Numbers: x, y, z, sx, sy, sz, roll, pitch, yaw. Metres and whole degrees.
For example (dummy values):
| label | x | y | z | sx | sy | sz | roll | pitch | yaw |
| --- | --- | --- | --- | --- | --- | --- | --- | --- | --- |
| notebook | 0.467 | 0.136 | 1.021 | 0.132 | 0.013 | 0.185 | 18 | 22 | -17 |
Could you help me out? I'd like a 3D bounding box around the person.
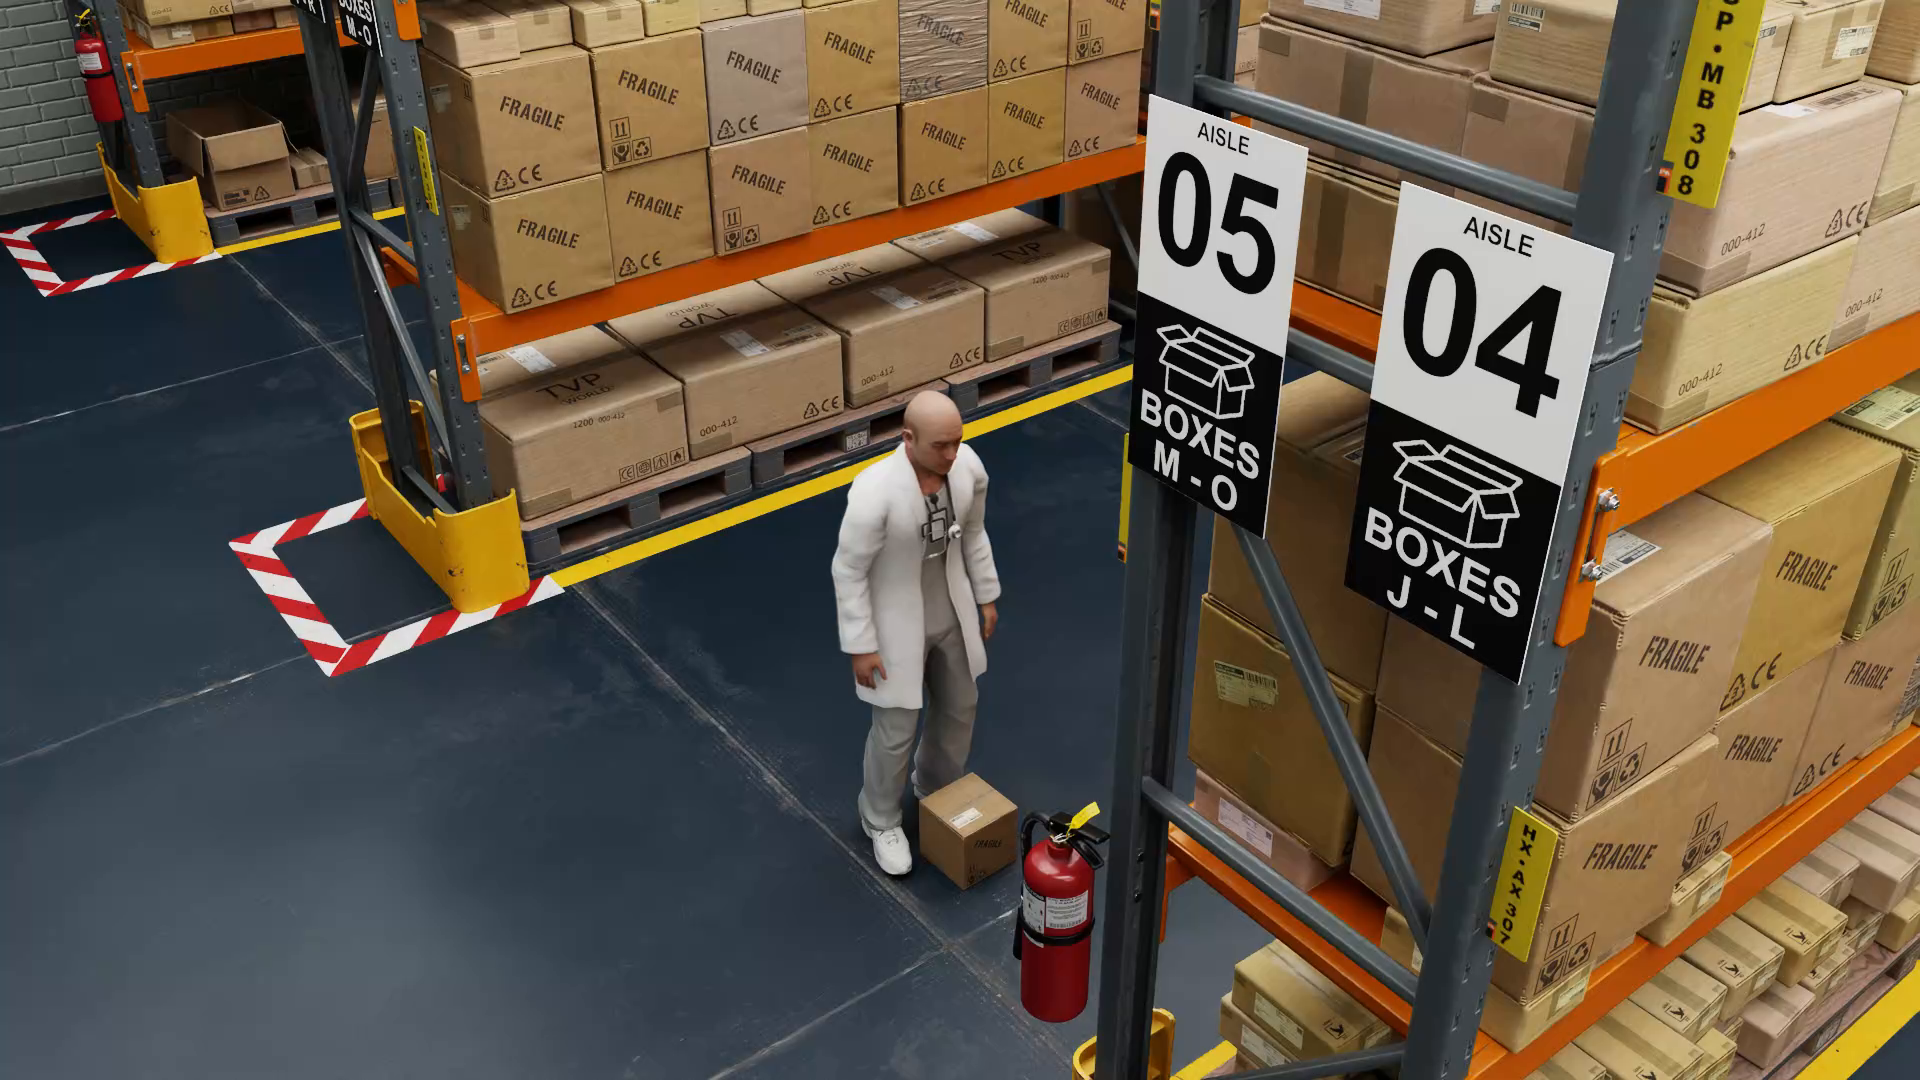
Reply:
| label | x | y | z | sx | sy | sz | roll | pitch | yaw |
| --- | --- | --- | --- | --- | --- | --- | --- | --- | --- |
| person | 8.344 | 0.712 | 5.000 | 13.121 | 1.774 | 12.011 | -22 | 38 | -31 |
